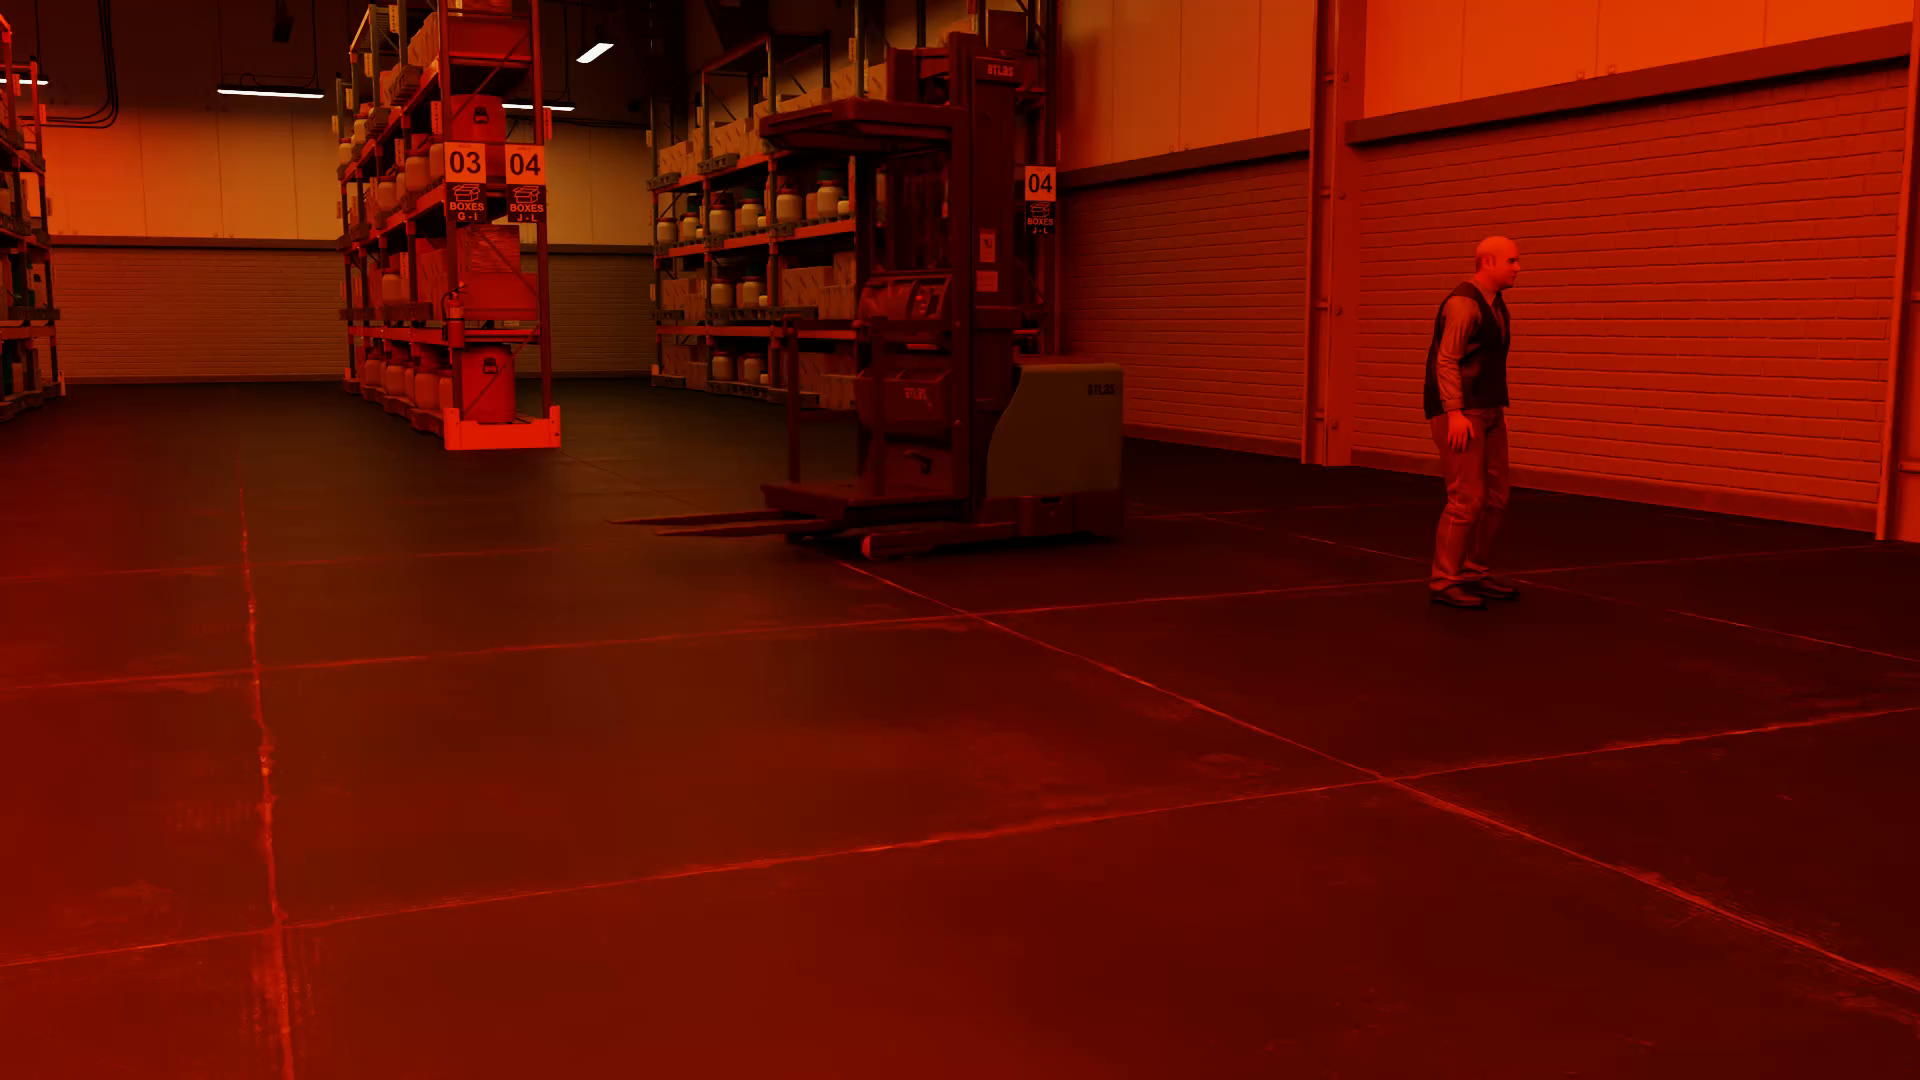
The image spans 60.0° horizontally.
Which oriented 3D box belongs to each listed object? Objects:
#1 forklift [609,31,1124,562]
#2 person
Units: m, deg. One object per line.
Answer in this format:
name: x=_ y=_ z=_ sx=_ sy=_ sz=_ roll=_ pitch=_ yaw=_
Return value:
forklift: x=-0.504 y=-1.407 z=9.615 sx=3.031 sy=2.935 sz=1.130 roll=-5 pitch=9 yaw=-34
person: x=2.428 y=-0.569 z=7.893 sx=0.424 sy=1.719 sz=0.579 roll=7 pitch=10 yaw=41
